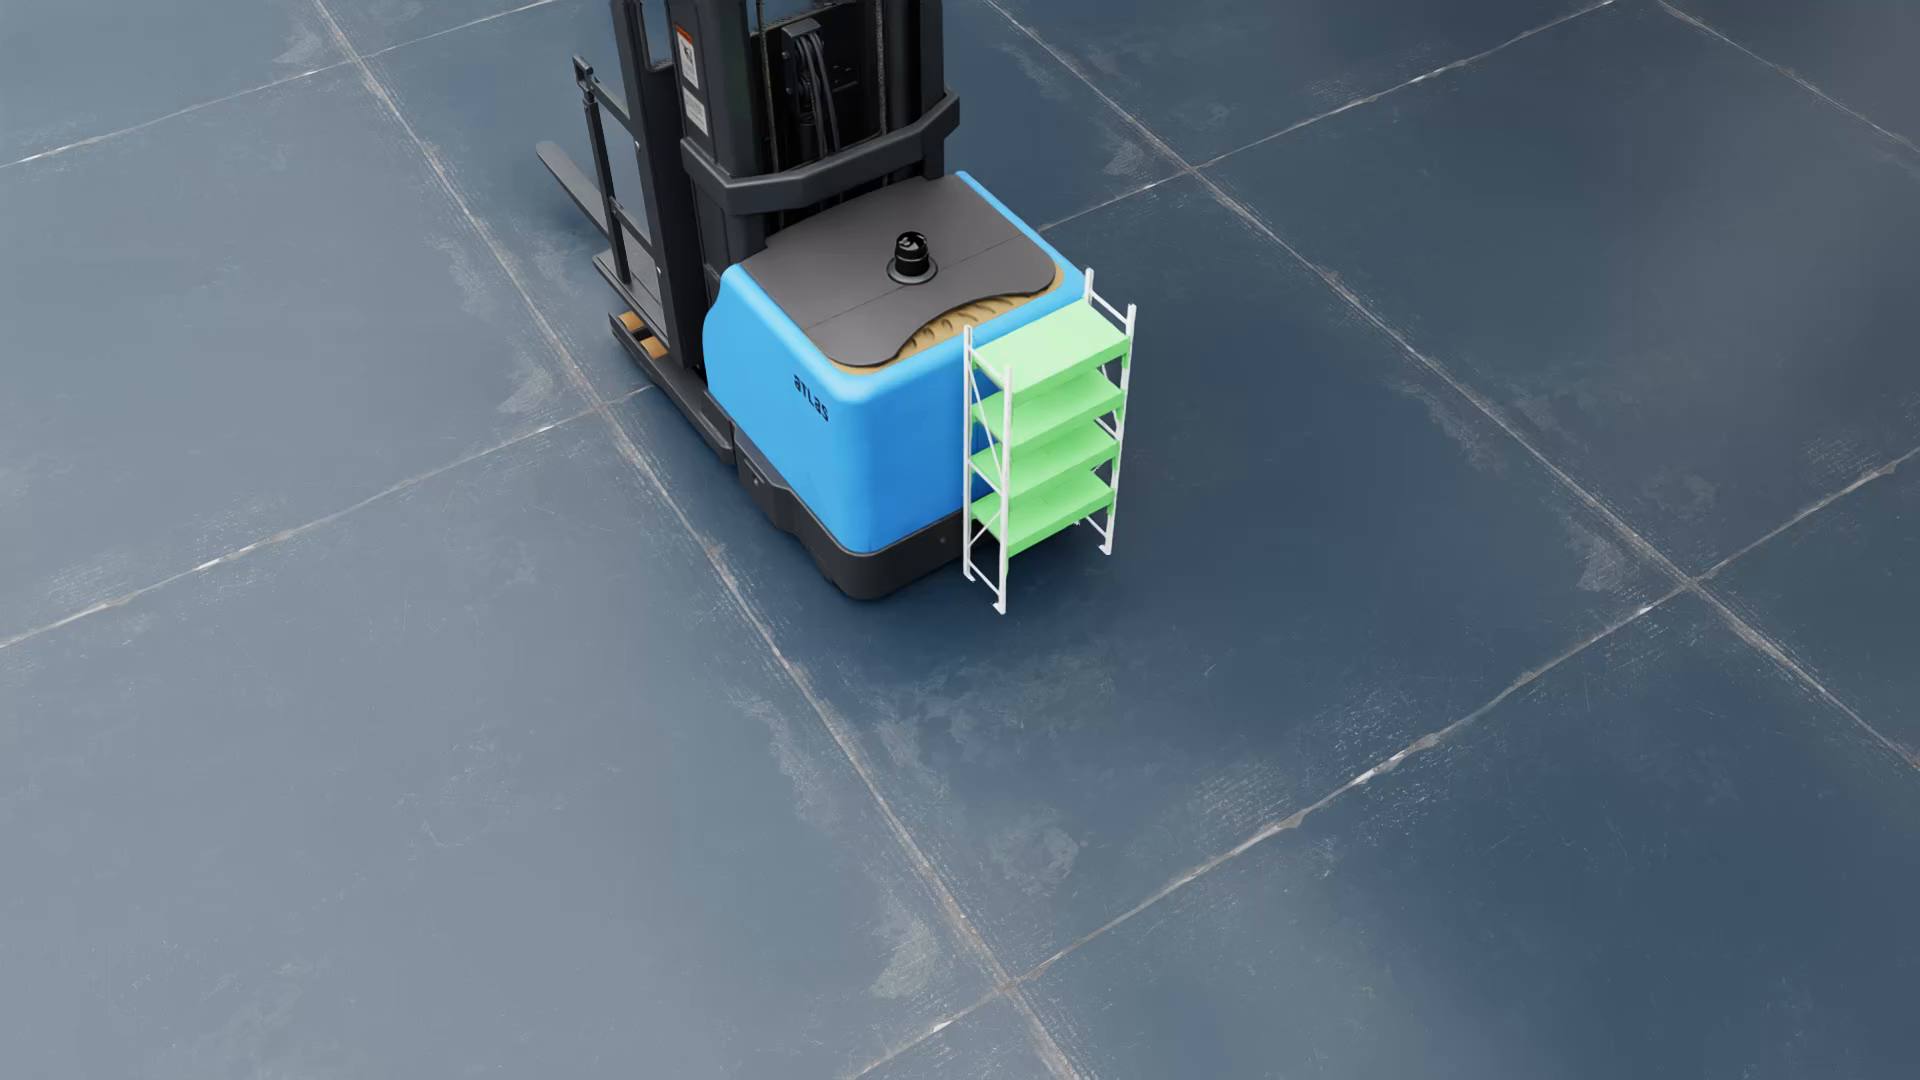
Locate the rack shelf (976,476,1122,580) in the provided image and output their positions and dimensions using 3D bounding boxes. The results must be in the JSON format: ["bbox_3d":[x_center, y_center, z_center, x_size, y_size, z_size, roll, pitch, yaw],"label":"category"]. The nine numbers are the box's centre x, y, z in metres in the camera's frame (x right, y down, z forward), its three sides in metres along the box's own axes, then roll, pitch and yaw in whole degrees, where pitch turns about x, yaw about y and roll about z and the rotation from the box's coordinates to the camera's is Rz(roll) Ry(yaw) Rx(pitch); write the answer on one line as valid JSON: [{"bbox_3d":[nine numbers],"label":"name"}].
[{"bbox_3d":[0.307,-0.088,5.931,0.480,0.148,0.258,-28,54,-23],"label":"rack shelf"}]

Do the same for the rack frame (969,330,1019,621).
[{"bbox_3d":[0.107,-0.185,5.611,0.015,1.200,0.240,-28,54,-23],"label":"rack frame"}]

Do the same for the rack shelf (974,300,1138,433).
[{"bbox_3d":[0.307,-0.566,5.394,0.480,0.148,0.258,-28,54,-23],"label":"rack shelf"}]

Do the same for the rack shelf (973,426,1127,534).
[{"bbox_3d":[0.307,-0.247,5.752,0.480,0.148,0.258,-28,54,-23],"label":"rack shelf"}]

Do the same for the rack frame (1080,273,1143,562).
[{"bbox_3d":[0.506,-0.395,5.798,0.015,1.200,0.240,-28,54,-23],"label":"rack frame"}]

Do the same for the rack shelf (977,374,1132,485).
[{"bbox_3d":[0.307,-0.407,5.573,0.480,0.148,0.258,-28,54,-23],"label":"rack shelf"}]

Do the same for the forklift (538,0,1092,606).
[{"bbox_3d":[-0.776,-1.812,5.901,1.130,2.935,3.031,-27,54,-22],"label":"forklift"}]

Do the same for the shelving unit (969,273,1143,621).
[{"bbox_3d":[0.307,-0.290,5.705,0.503,1.200,0.258,-28,54,-23],"label":"shelving unit"}]
